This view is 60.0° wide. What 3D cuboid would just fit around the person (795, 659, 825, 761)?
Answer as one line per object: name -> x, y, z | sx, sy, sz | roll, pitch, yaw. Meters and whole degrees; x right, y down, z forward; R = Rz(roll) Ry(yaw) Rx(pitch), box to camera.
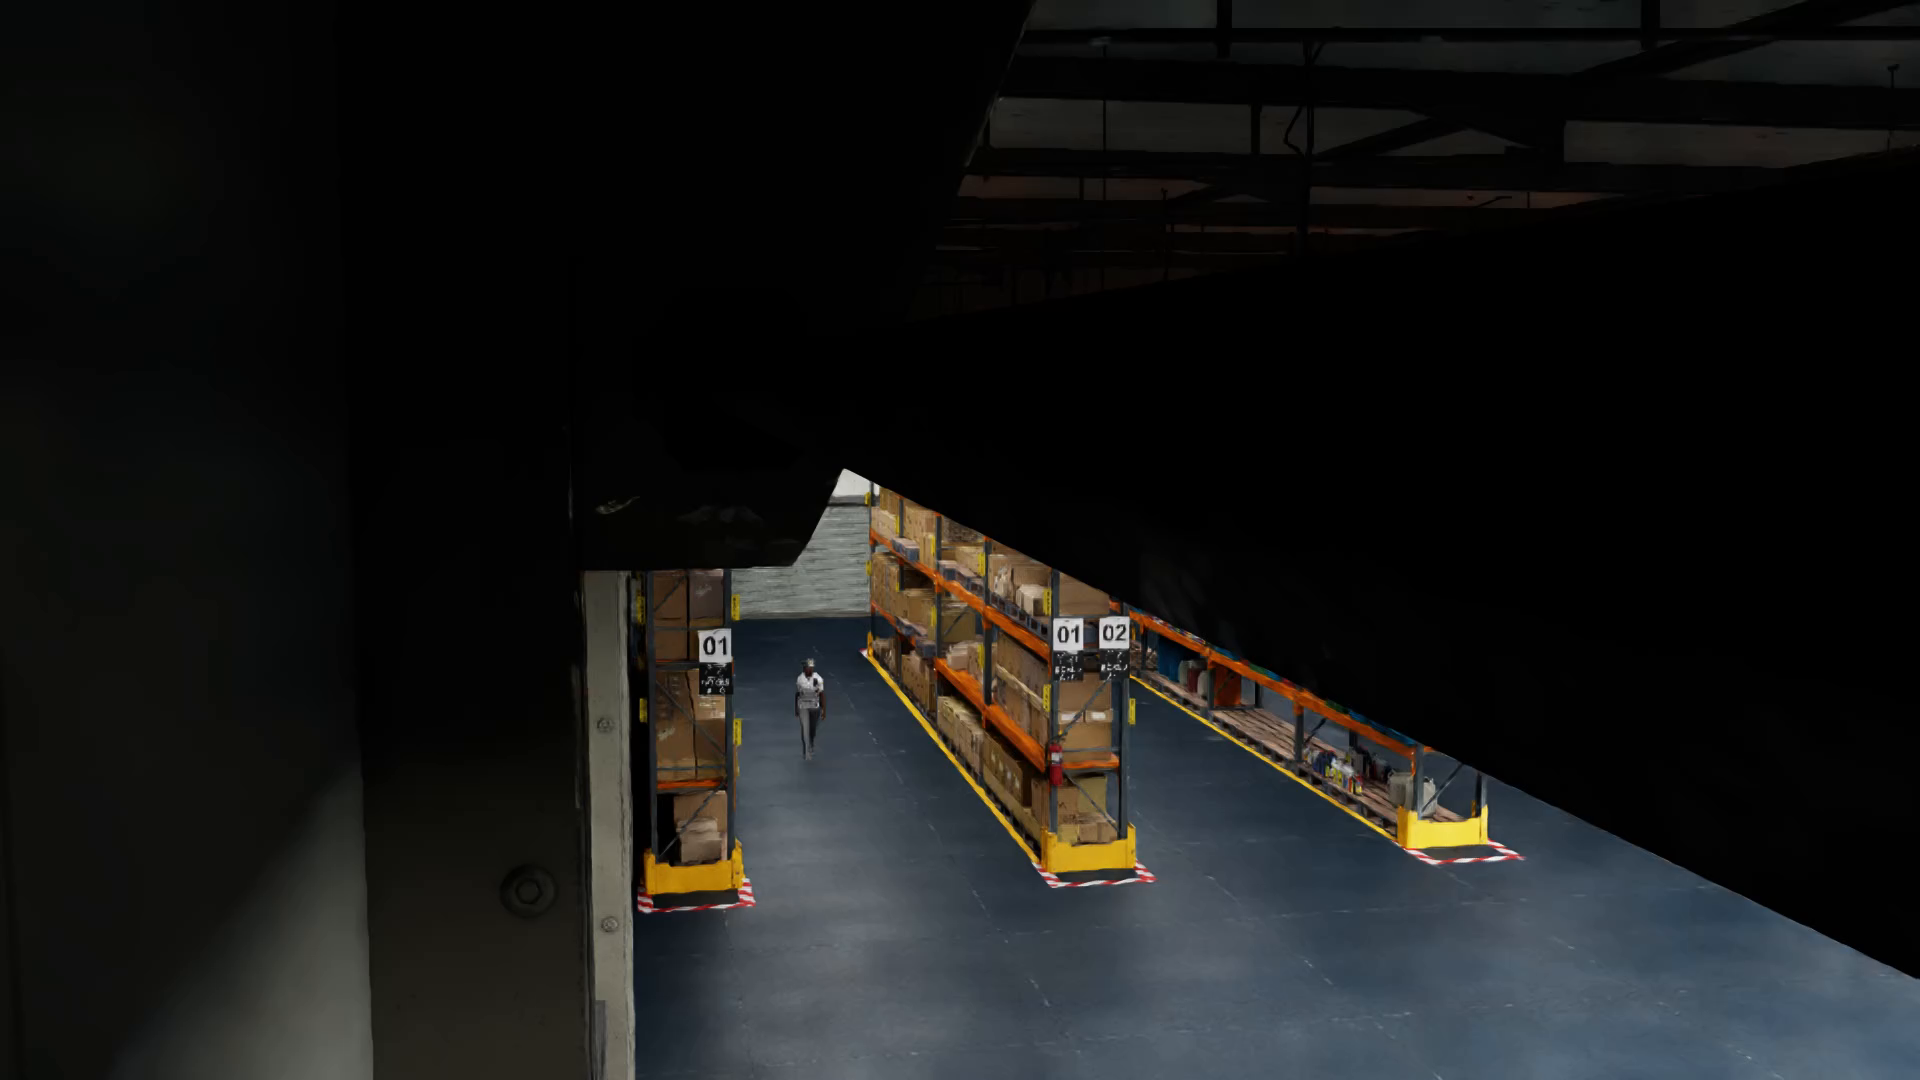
person -> -2.419, 2.705, 26.937 | 0.461, 1.626, 0.989 | -1, 6, -12
